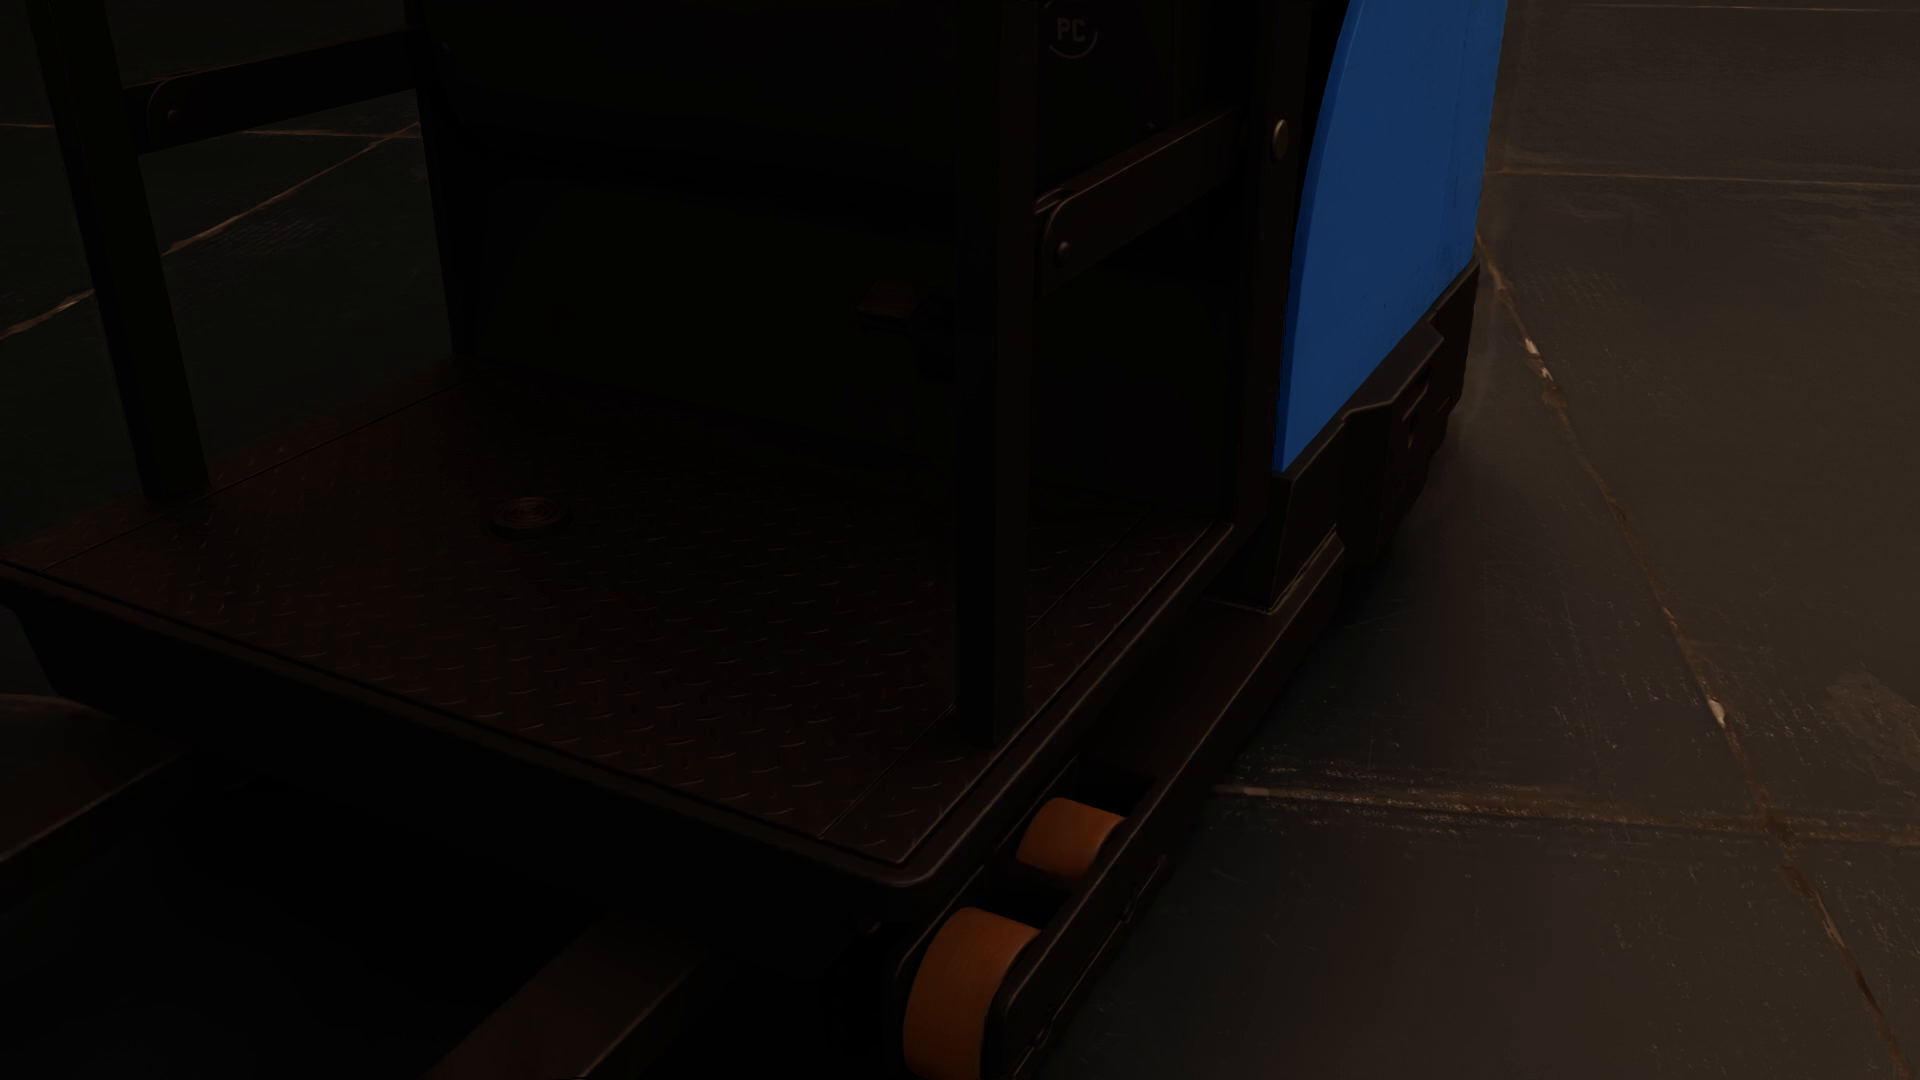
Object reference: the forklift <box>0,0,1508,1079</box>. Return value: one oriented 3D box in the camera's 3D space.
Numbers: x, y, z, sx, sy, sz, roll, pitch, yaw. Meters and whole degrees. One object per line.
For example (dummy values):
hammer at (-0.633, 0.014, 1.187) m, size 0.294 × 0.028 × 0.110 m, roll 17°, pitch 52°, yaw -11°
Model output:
forklift at (-0.286, -1.041, 1.303) m, size 1.130 × 2.935 × 3.031 m, roll 14°, pitch 30°, yaw 25°
